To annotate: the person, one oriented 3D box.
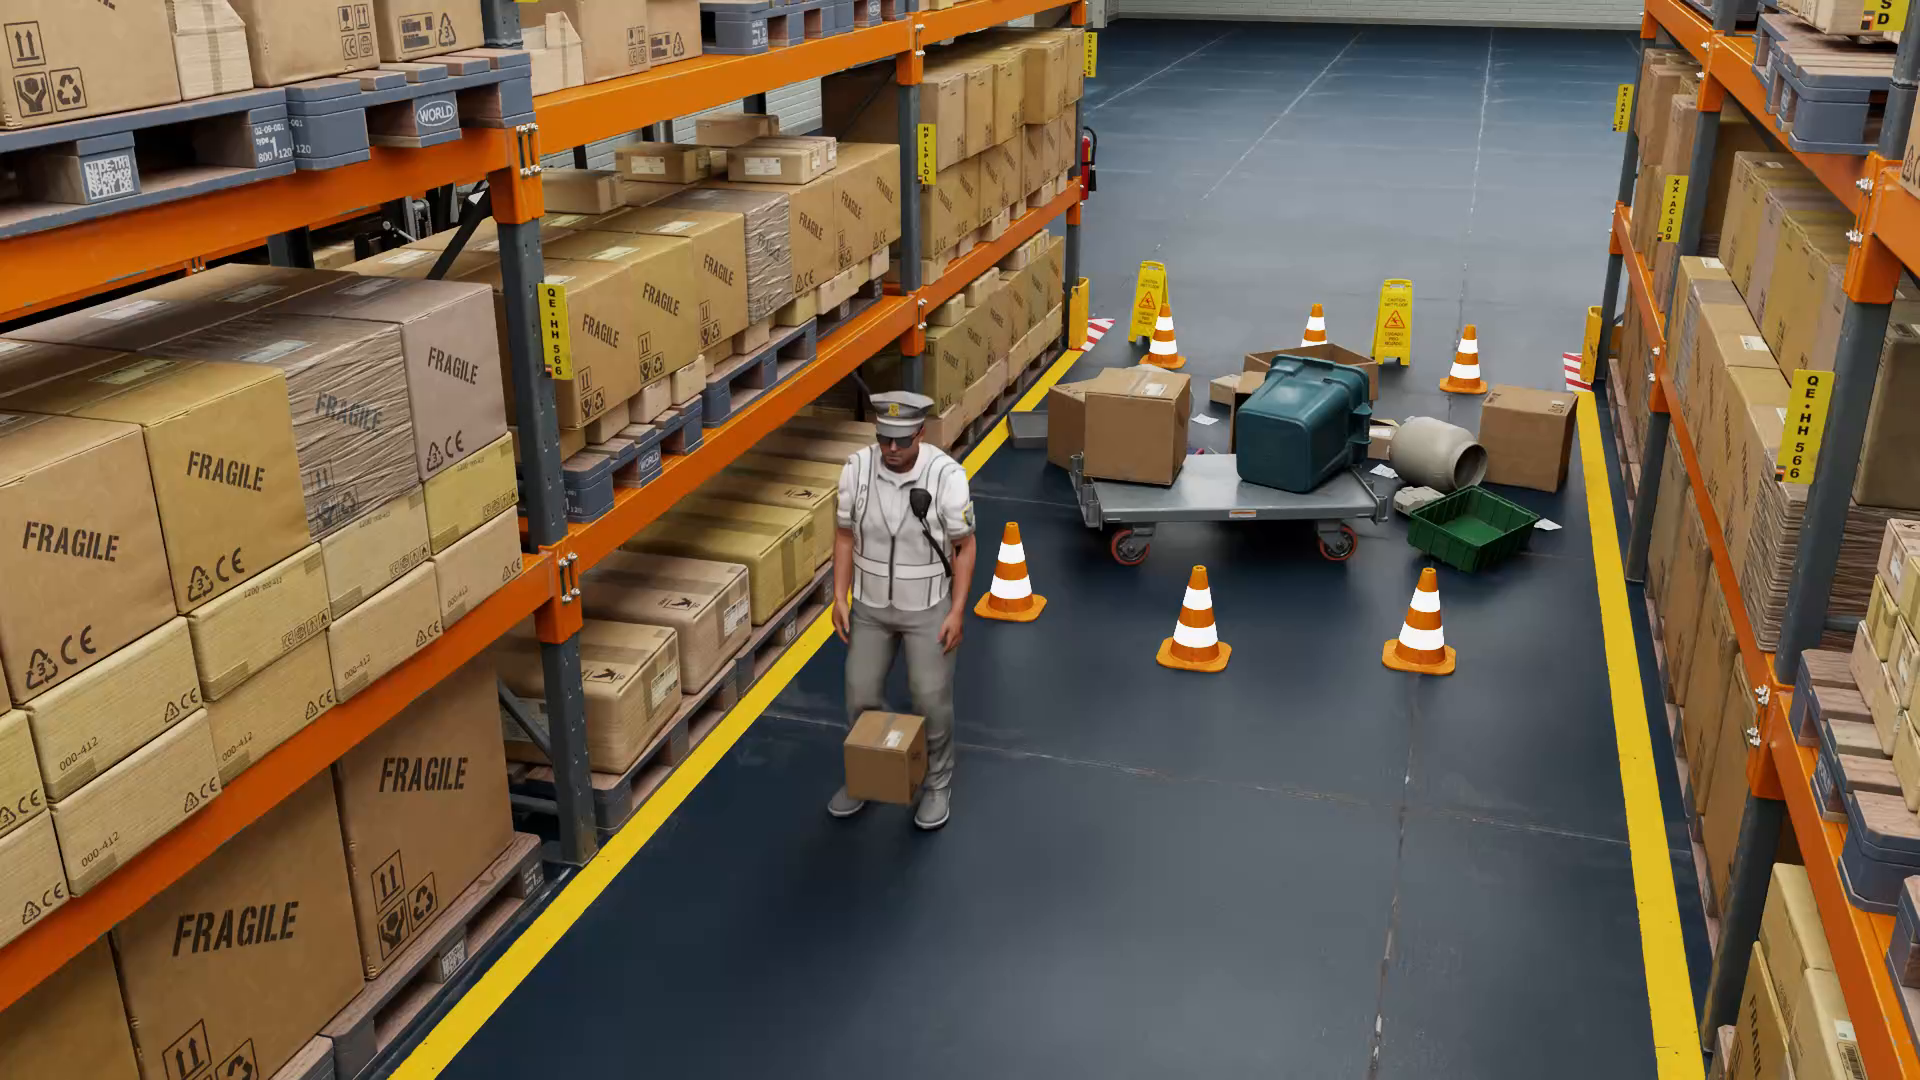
[{"bbox_3d":[-0.220,0.248,6.453,0.568,1.751,0.434,6,23,14],"label":"person"}]
